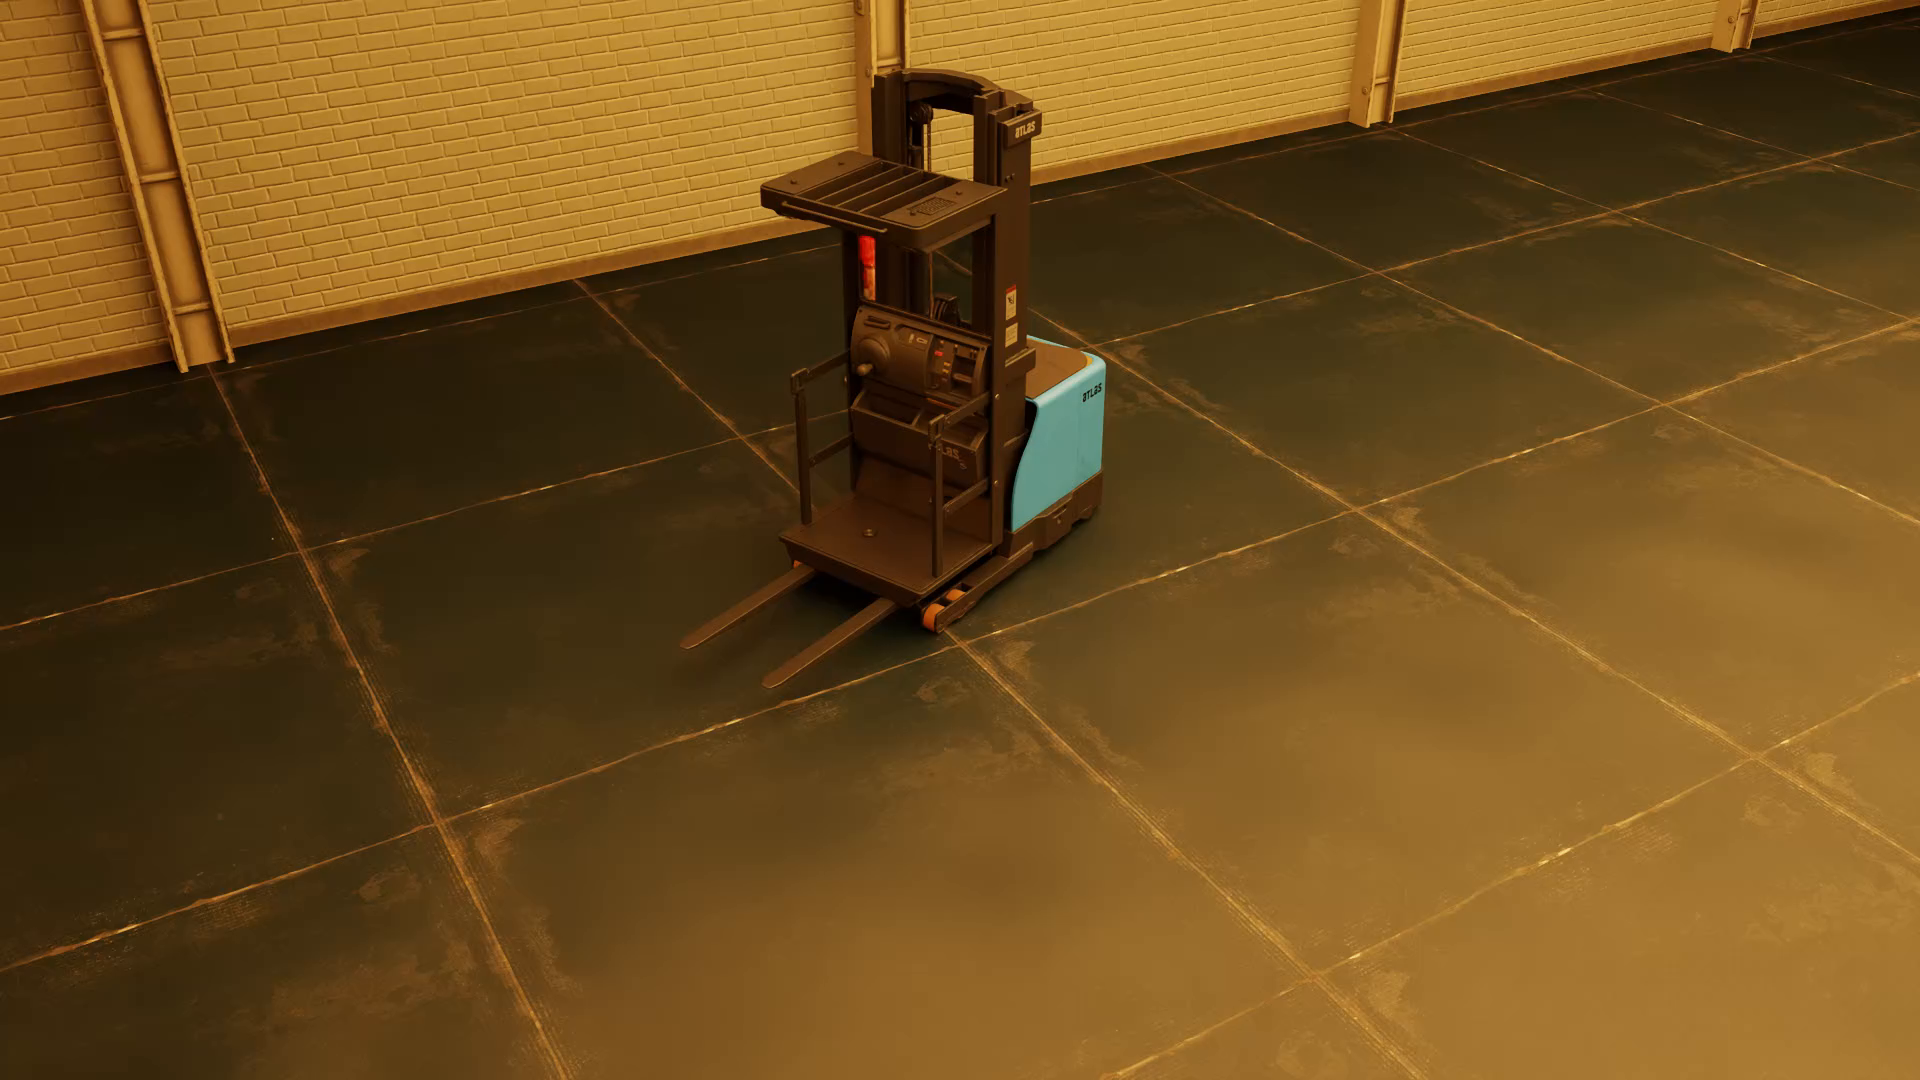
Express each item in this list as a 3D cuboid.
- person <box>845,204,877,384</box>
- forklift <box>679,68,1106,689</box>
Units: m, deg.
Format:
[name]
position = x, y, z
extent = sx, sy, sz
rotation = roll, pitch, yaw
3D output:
[person]
position = -0.539, -1.750, 11.874
extent = 0.583, 1.627, 0.947
rotation = -4, 31, -6
[forklift]
position = -0.365, -1.007, 9.329
extent = 1.130, 2.935, 3.031
rotation = 21, 37, 31
